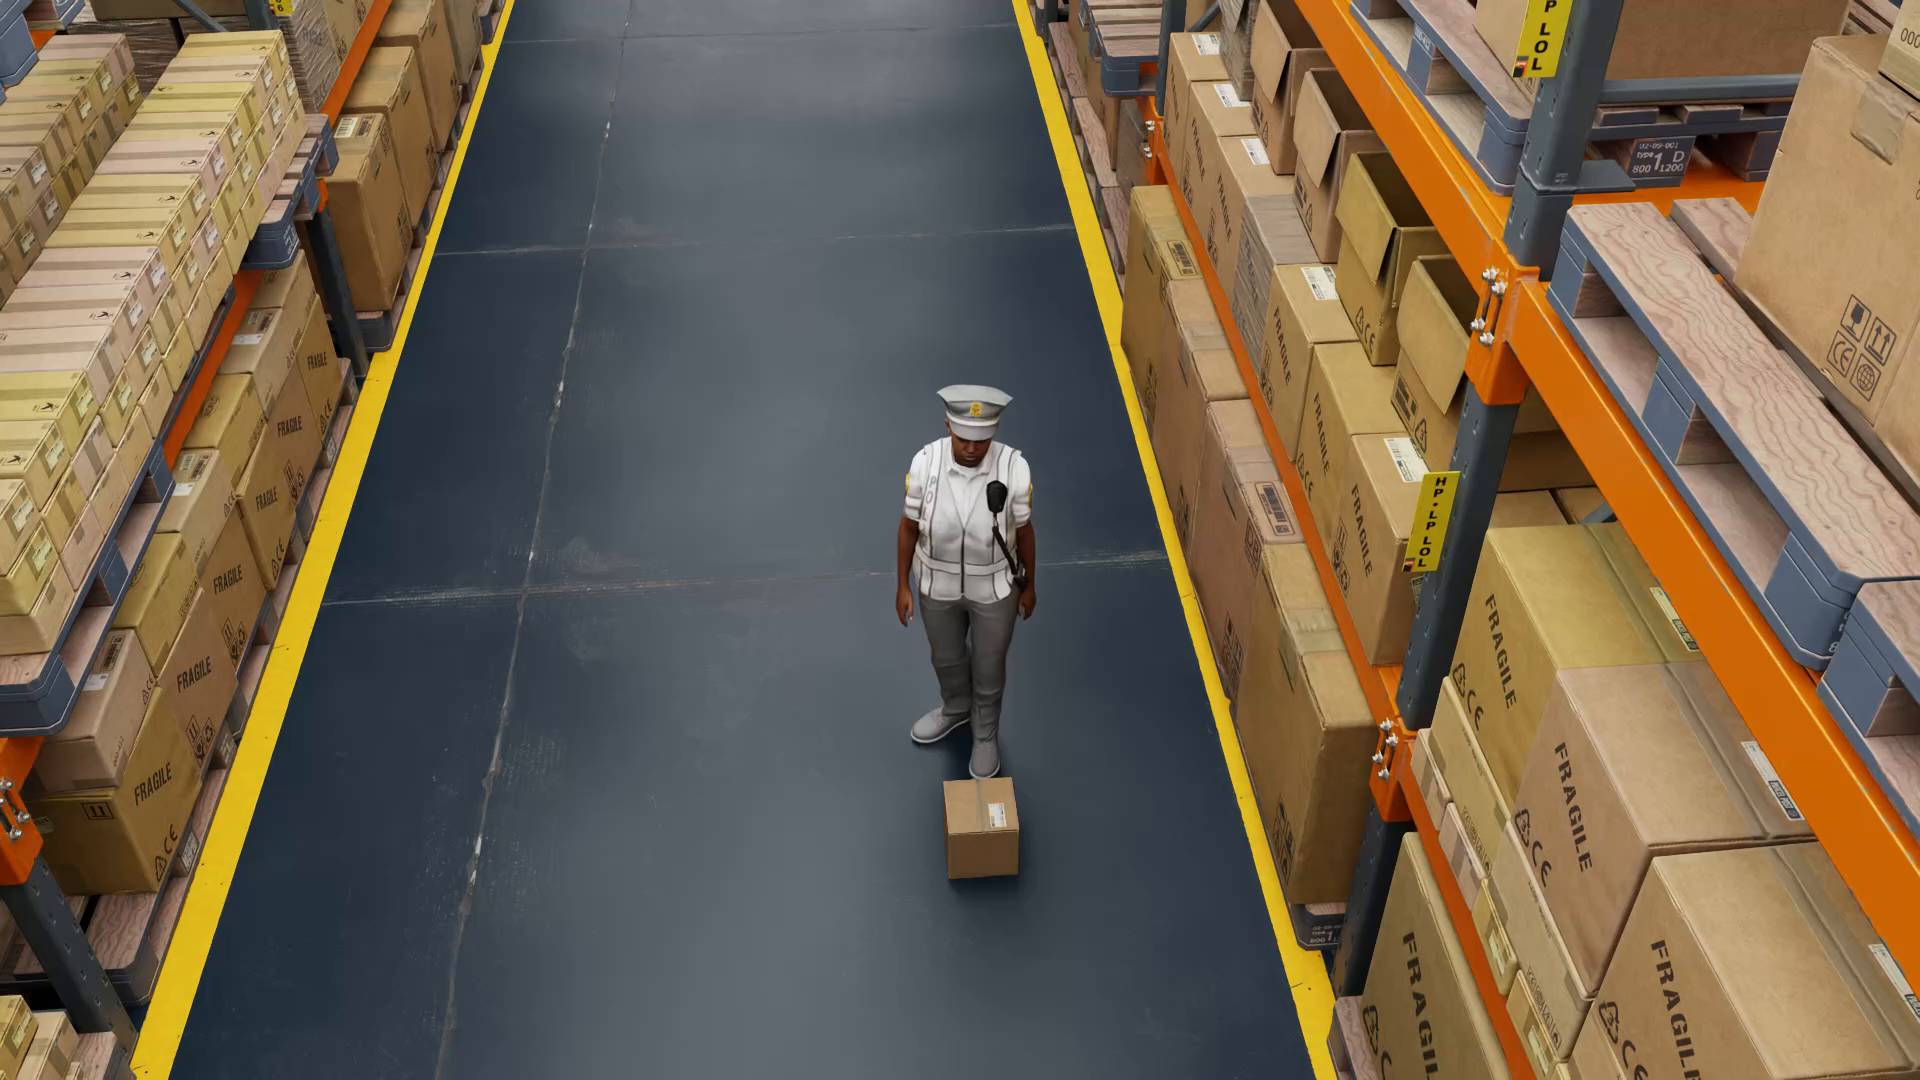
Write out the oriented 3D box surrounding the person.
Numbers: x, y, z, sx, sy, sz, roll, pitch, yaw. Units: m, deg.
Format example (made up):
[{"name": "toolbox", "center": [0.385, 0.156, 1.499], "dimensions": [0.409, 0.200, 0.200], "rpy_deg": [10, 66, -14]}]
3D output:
[{"name": "person", "center": [0.023, 0.150, 5.940], "dimensions": [0.497, 1.700, 0.395], "rpy_deg": [5, 40, 6]}]
